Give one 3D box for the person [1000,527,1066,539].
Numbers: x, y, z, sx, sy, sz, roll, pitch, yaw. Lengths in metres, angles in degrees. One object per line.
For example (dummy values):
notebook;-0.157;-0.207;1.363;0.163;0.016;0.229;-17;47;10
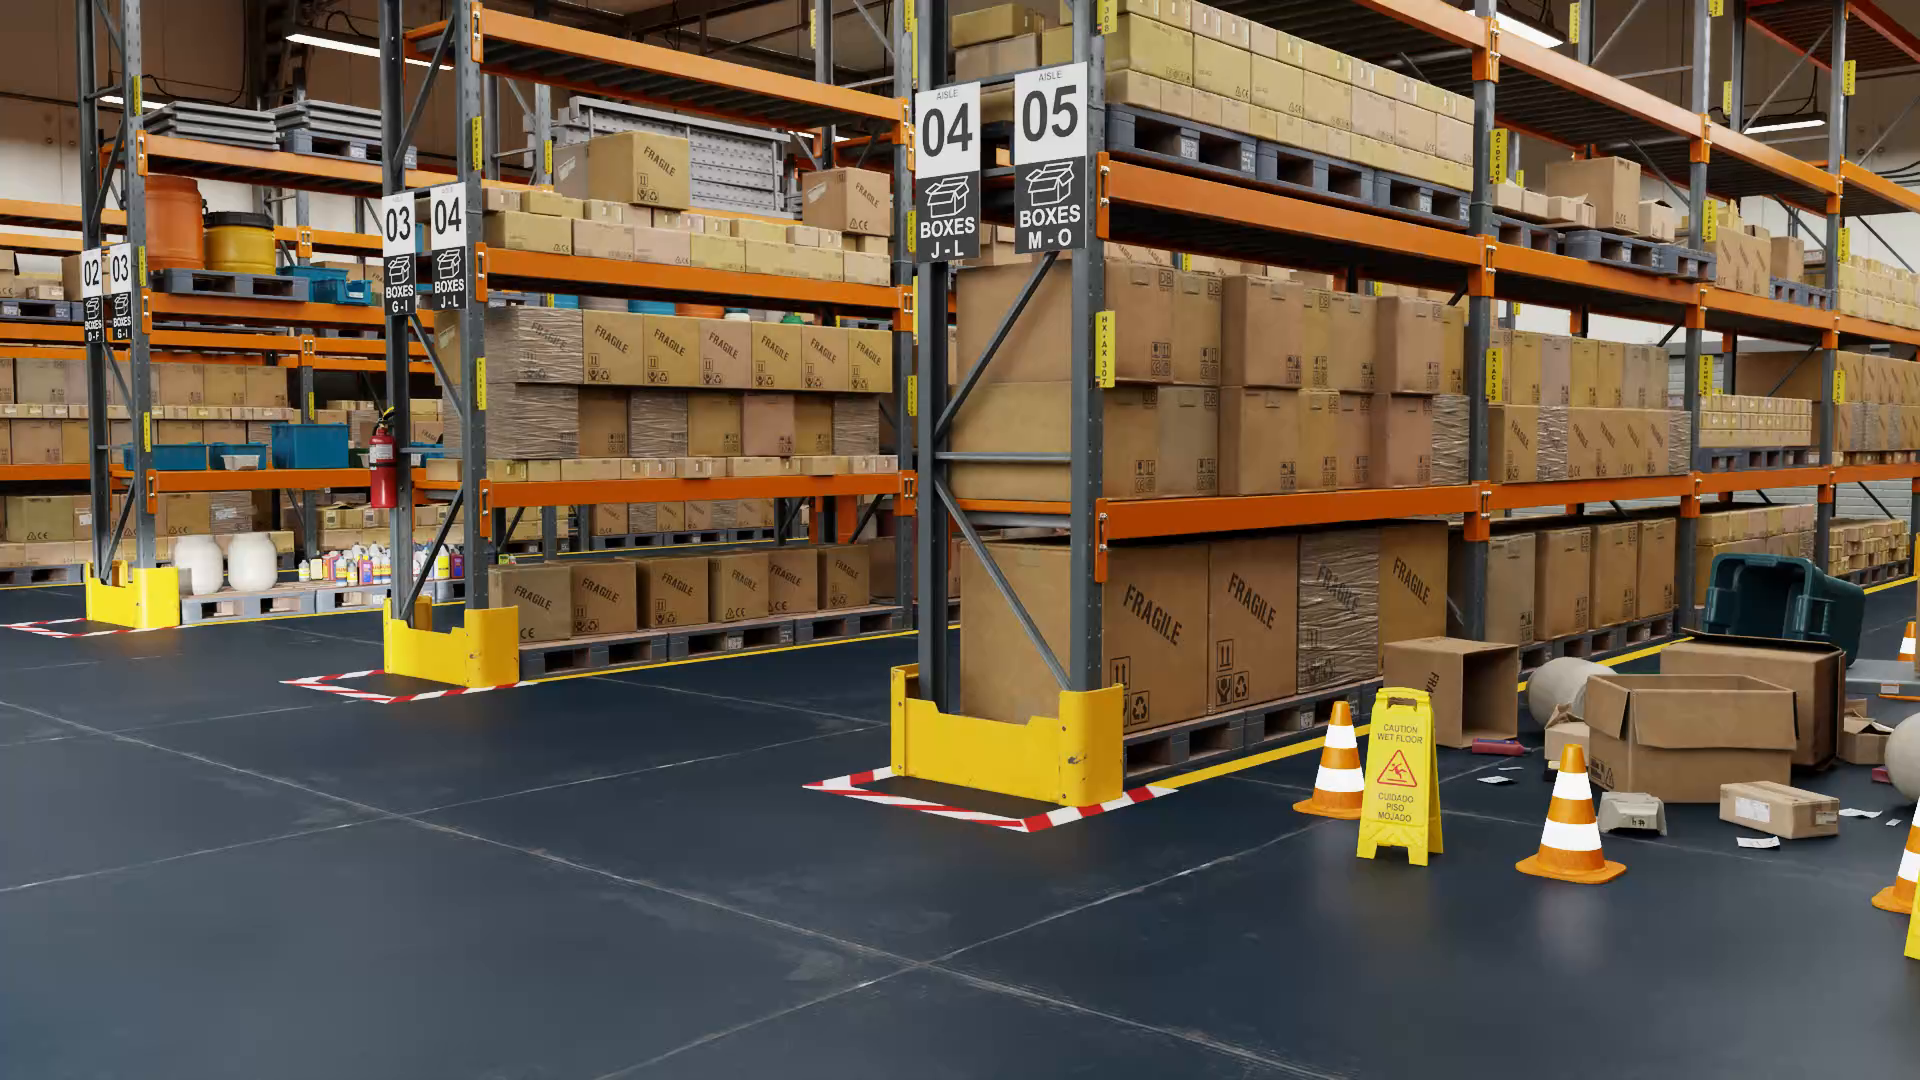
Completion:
person;0.577;-0.095;13.374;0.608;1.726;0.394;2;4;34
